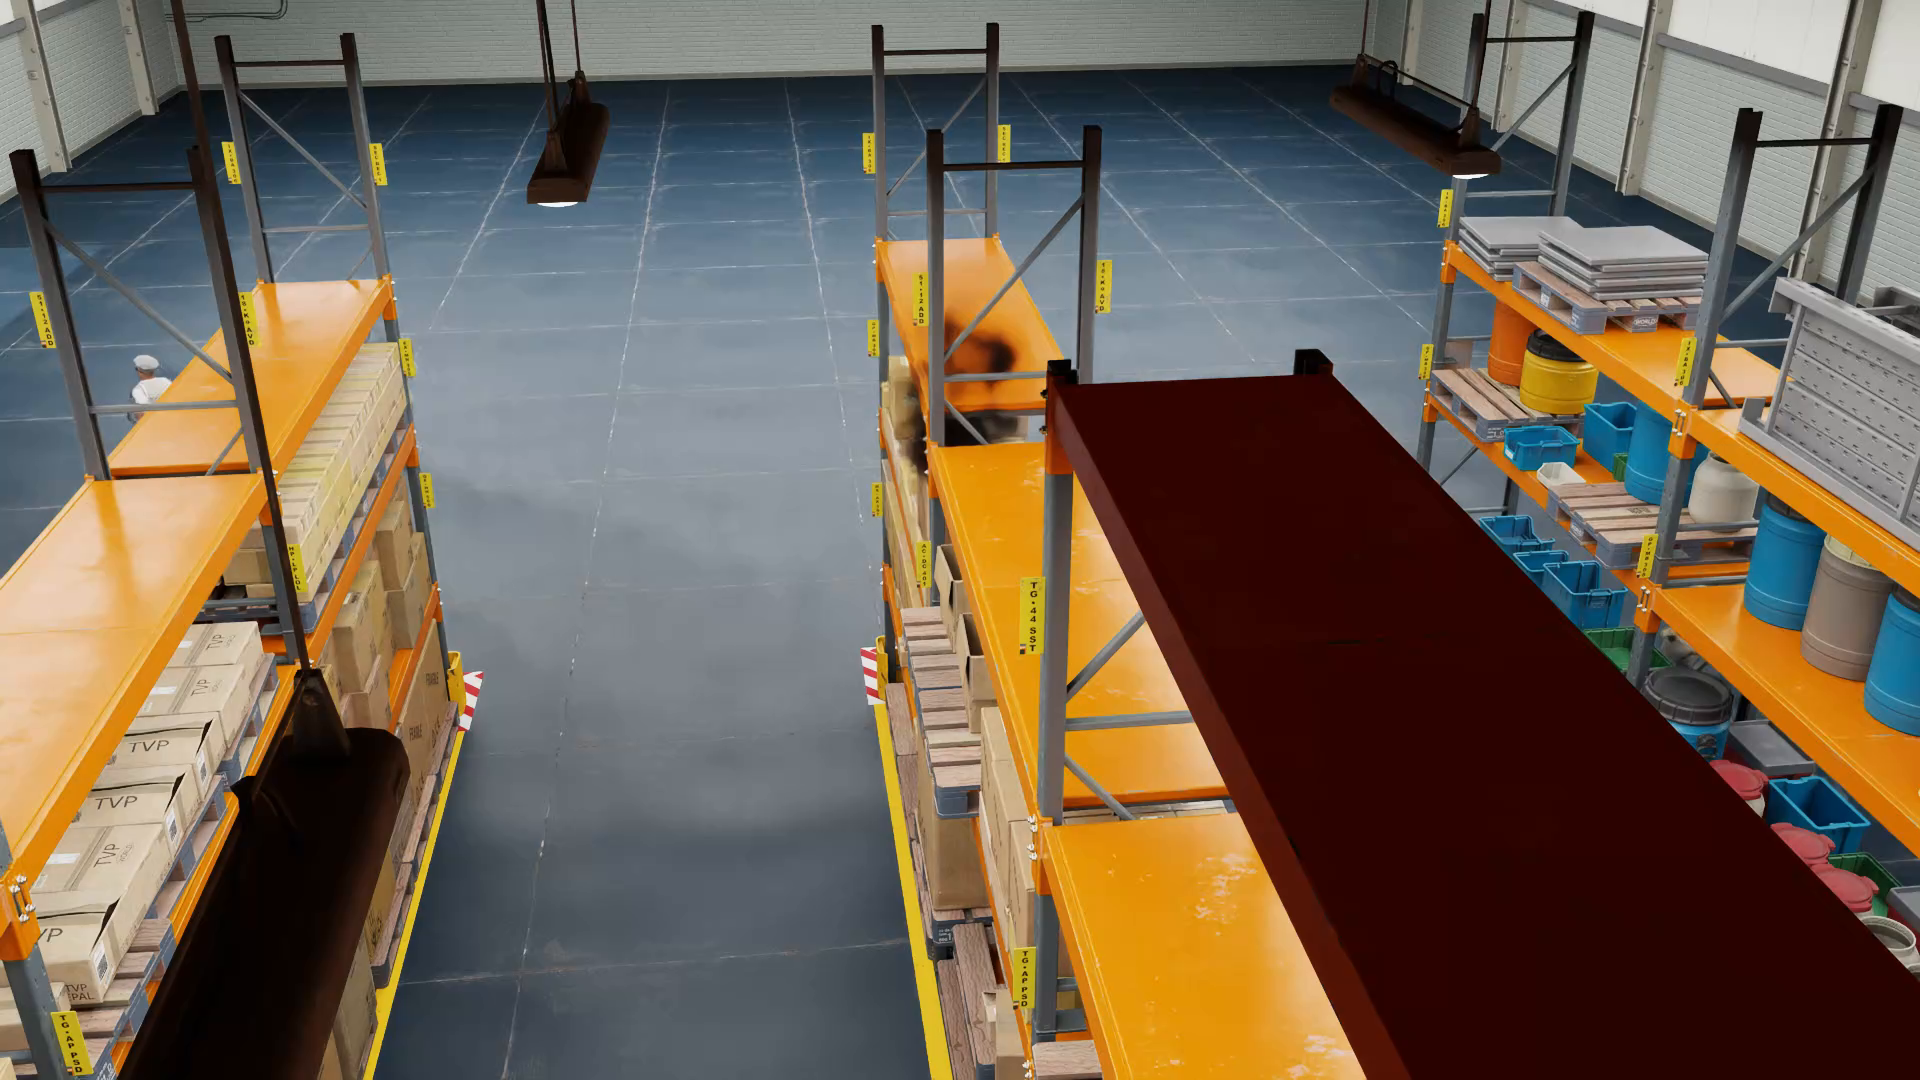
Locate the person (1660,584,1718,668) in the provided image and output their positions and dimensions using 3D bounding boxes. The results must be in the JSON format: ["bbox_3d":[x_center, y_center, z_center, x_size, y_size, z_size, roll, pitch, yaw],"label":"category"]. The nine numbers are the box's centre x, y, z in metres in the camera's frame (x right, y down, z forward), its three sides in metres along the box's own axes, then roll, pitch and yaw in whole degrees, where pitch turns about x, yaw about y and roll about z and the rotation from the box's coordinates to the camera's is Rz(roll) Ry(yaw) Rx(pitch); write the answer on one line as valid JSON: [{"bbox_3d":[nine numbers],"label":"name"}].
[{"bbox_3d":[6.461,0.910,14.697,0.617,1.682,0.747,-10,27,-20],"label":"person"}]

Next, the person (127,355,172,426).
[{"bbox_3d":[-9.171,-1.221,19.024,0.783,1.847,0.632,17,30,32],"label":"person"}]
